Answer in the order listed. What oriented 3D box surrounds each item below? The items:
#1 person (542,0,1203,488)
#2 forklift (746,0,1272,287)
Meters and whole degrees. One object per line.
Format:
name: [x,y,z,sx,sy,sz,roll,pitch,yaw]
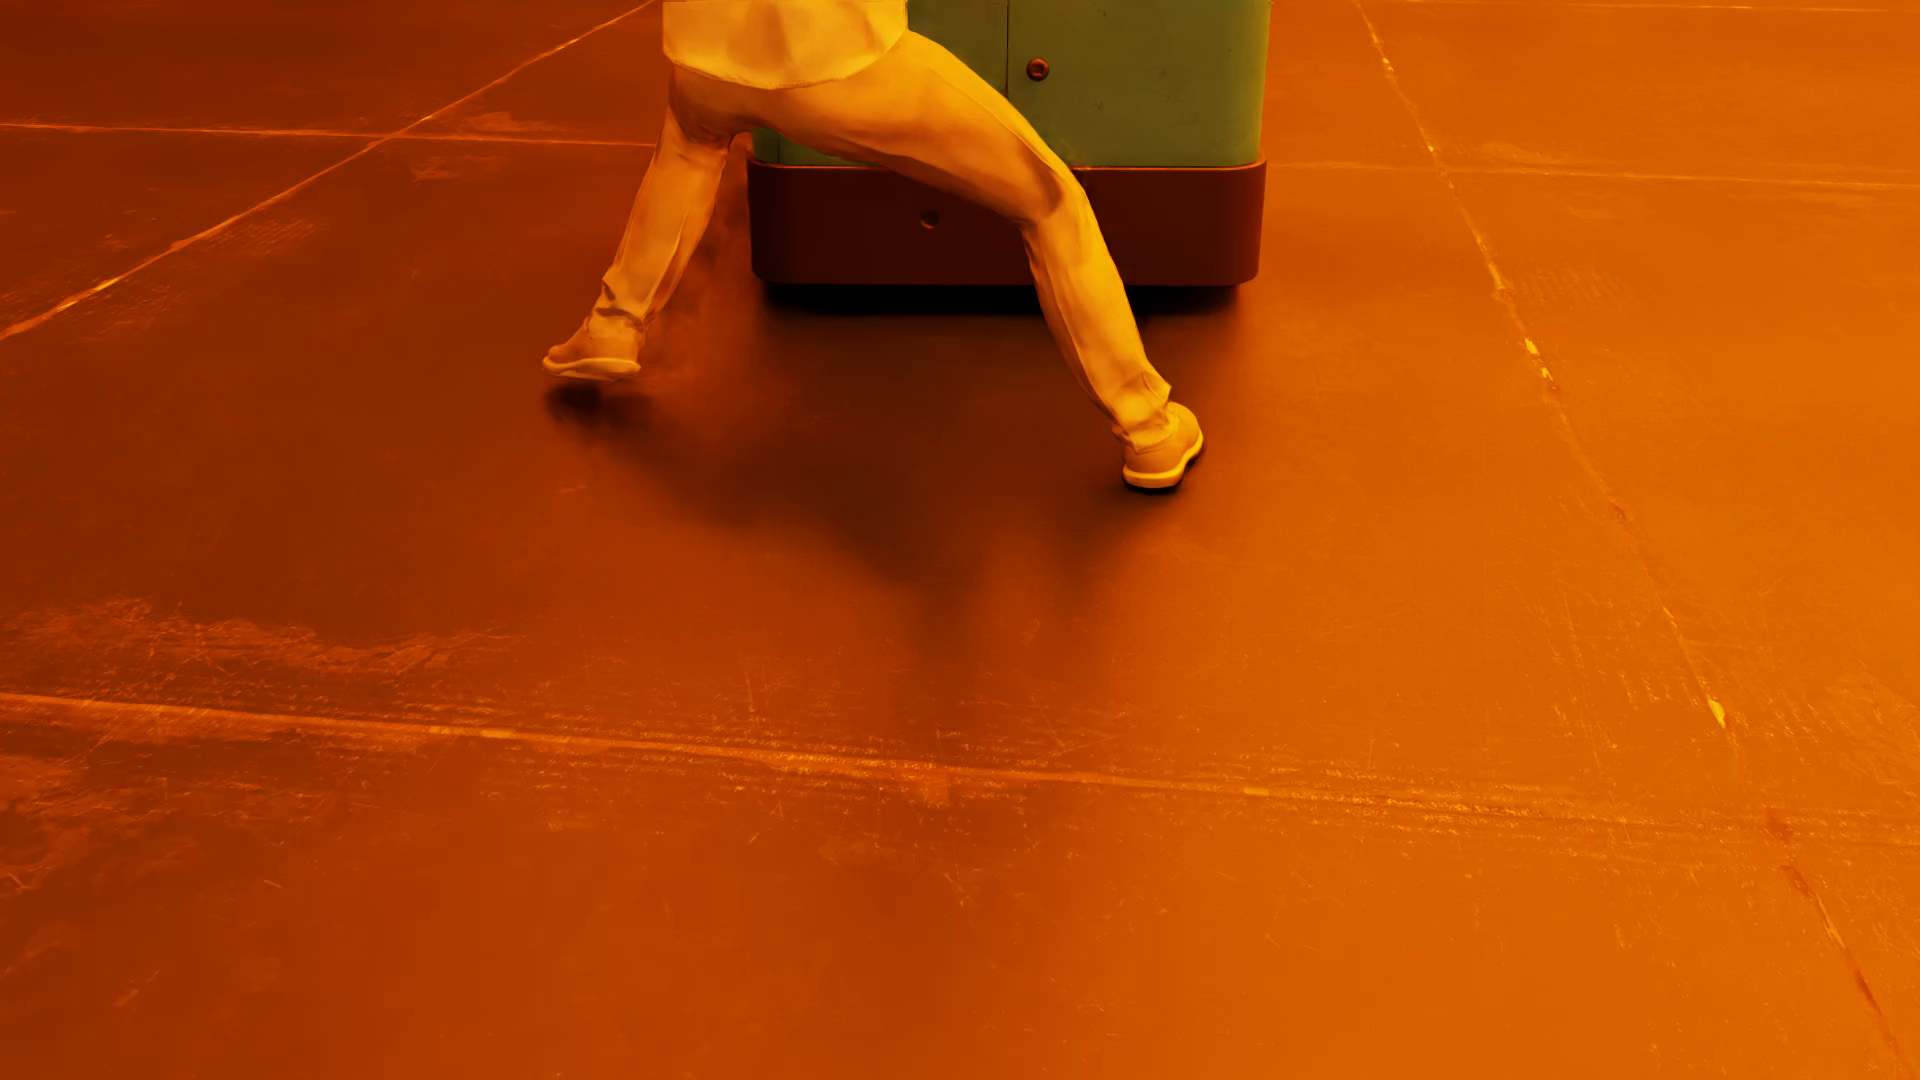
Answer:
person: [-0.184,-0.839,2.554,1.162,1.452,0.630,17,31,30]
forklift: [0.116,-2.438,4.104,1.130,2.935,3.031,0,27,1]
